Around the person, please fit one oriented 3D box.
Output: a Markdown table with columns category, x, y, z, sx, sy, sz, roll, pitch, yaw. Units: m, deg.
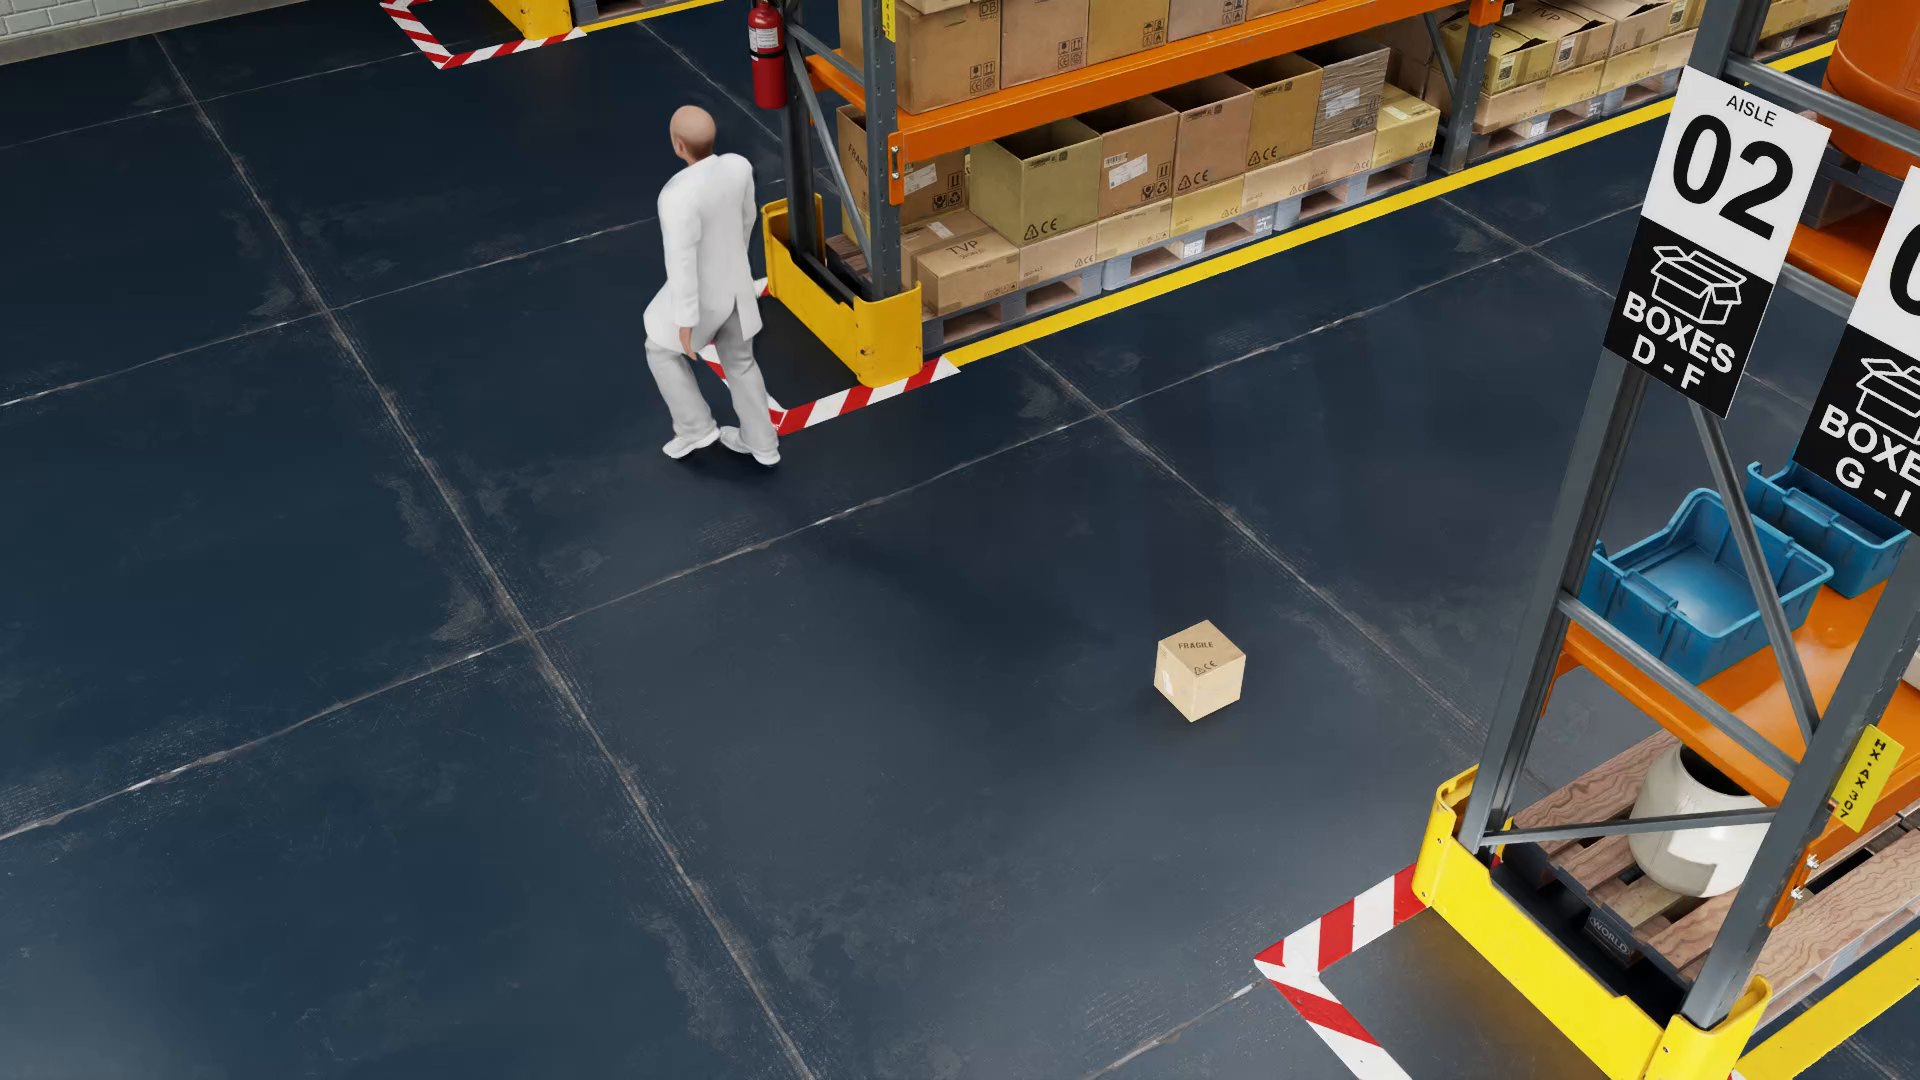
| category | x | y | z | sx | sy | sz | roll | pitch | yaw |
| --- | --- | --- | --- | --- | --- | --- | --- | --- | --- |
| person | -1.128 | -1.051 | 7.486 | 0.589 | 1.746 | 0.637 | 25 | 46 | 26 |
